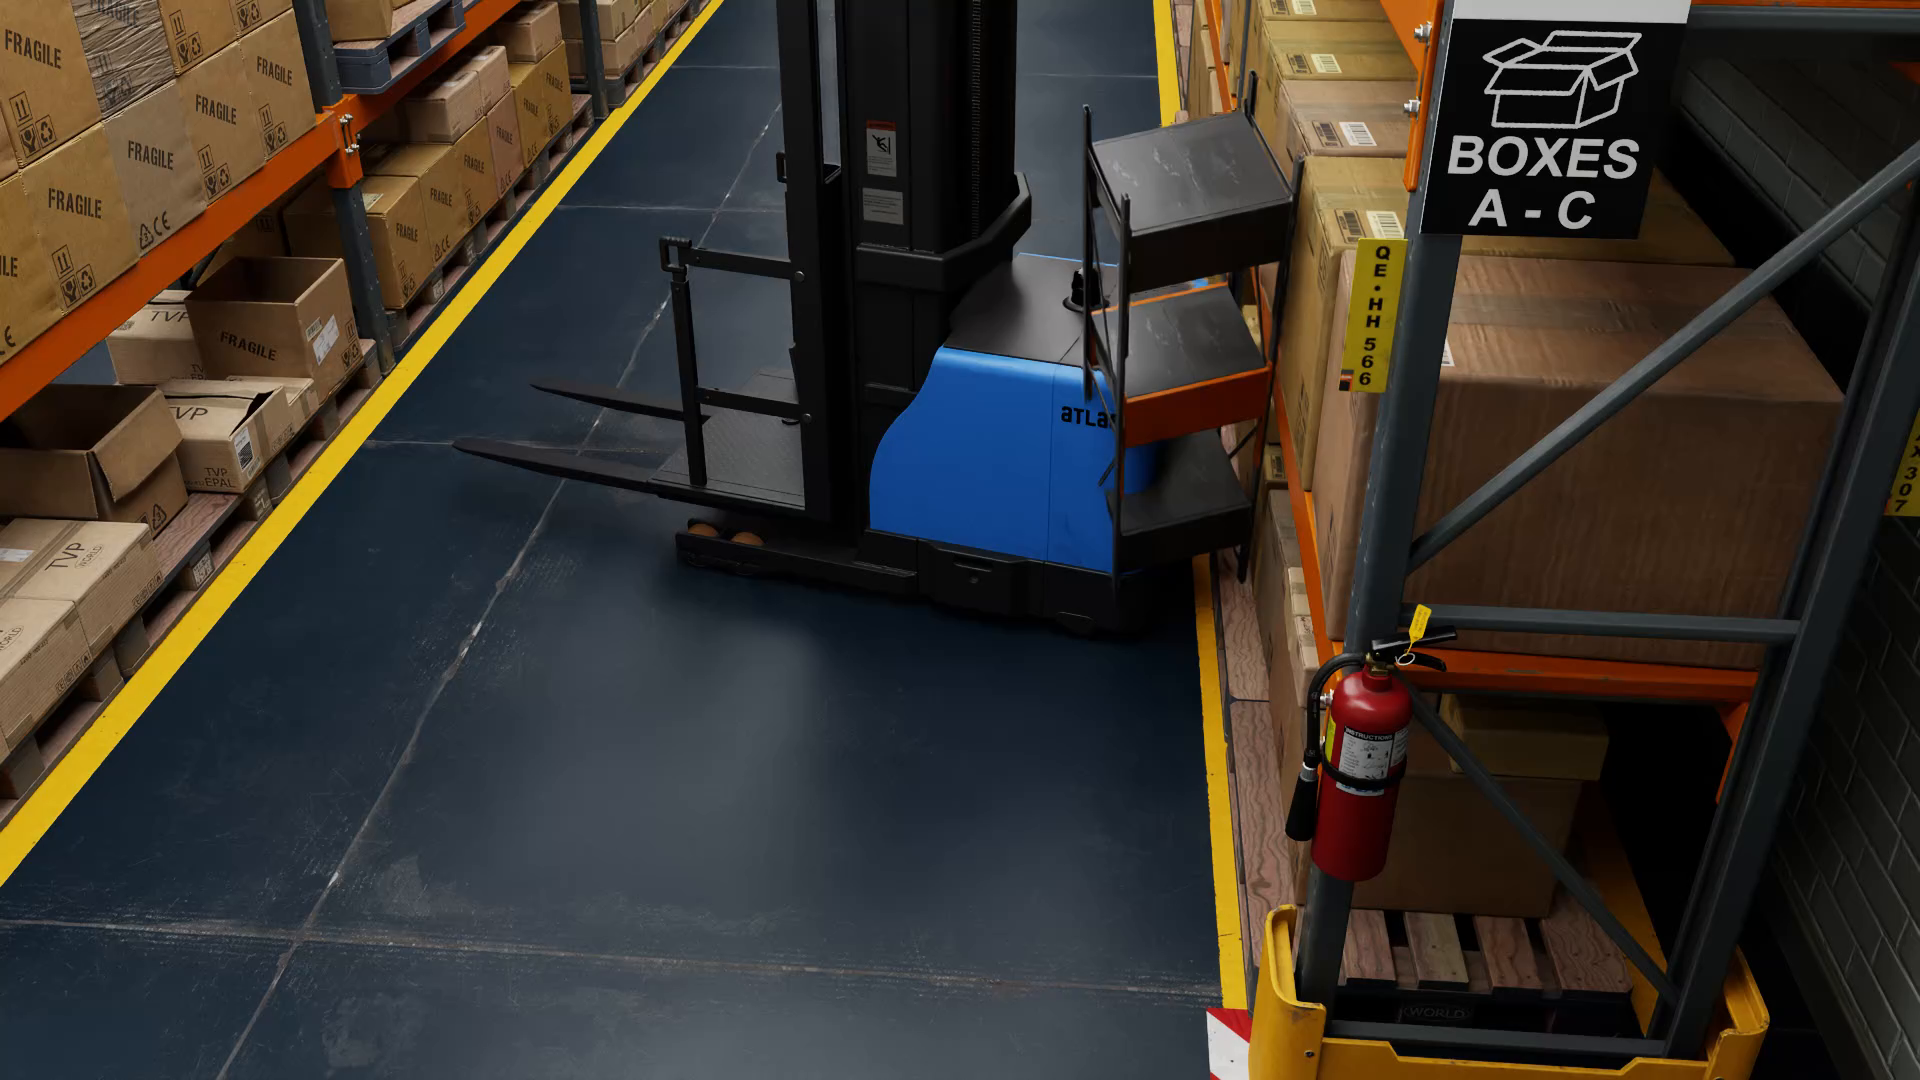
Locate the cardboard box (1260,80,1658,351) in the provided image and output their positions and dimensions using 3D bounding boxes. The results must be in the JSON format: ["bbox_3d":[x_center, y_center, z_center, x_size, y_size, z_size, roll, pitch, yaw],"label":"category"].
[{"bbox_3d":[1.505,-0.988,5.208,0.980,0.700,0.700,1,32,2],"label":"cardboard box"}]

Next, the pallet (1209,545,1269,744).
[{"bbox_3d":[1.443,0.315,6.037,1.003,0.211,1.213,2,32,4],"label":"pallet"}]

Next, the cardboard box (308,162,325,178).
[{"bbox_3d":[-3.454,-1.767,8.721,0.500,0.500,0.500,3,32,4],"label":"cardboard box"}]

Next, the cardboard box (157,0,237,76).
[{"bbox_3d":[-3.080,-2.040,6.153,0.500,0.500,0.500,2,32,3],"label":"cardboard box"}]

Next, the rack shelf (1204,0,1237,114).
[{"bbox_3d":[1.843,-2.645,8.869,1.077,0.370,4.000,2,32,4],"label":"rack shelf"}]

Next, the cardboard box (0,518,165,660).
[{"bbox_3d":[-3.175,0.165,5.825,0.500,0.250,0.500,2,32,4],"label":"cardboard box"}]

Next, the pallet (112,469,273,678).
[{"bbox_3d":[-3.411,0.071,6.434,1.003,0.211,1.213,2,32,4],"label":"pallet"}]

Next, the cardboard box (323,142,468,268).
[{"bbox_3d":[-2.943,-1.760,8.711,0.500,0.500,0.500,3,32,5],"label":"cardboard box"}]

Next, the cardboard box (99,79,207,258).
[{"bbox_3d":[-3.123,-1.347,5.982,0.500,0.500,0.500,3,32,5],"label":"cardboard box"}]

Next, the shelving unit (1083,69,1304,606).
[{"bbox_3d":[0.698,-0.506,5.412,0.503,2.100,0.431,-13,54,-5],"label":"shelving unit"}]

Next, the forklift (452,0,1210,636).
[{"bbox_3d":[-0.594,-1.357,6.159,3.031,2.935,1.130,10,33,16],"label":"forklift"}]

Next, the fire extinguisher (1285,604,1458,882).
[{"bbox_3d":[0.882,0.437,3.611,0.296,0.674,0.183,2,32,4],"label":"fire extinguisher"}]

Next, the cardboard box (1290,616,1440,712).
[{"bbox_3d":[1.140,0.350,4.687,0.380,0.149,0.250,2,32,3],"label":"cardboard box"}]

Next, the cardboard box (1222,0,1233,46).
[{"bbox_3d":[1.498,-2.603,7.716,0.500,0.500,0.500,3,32,4],"label":"cardboard box"}]

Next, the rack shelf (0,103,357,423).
[{"bbox_3d":[-3.420,-0.763,5.815,1.077,0.370,4.000,2,32,4],"label":"rack shelf"}]

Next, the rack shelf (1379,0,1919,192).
[{"bbox_3d":[1.517,-1.831,4.688,1.077,0.370,4.000,2,32,4],"label":"rack shelf"}]

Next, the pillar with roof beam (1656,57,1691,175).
[{"bbox_3d":[-1.806,-4.240,5.054,9.100,9.000,0.400,2,32,4],"label":"pillar with roof beam"}]

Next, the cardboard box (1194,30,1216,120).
[{"bbox_3d":[1.737,-2.424,9.473,0.750,0.750,0.750,2,32,4],"label":"cardboard box"}]

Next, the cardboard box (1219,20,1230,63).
[{"bbox_3d":[1.451,-2.403,8.011,0.380,0.149,0.250,2,32,4],"label":"cardboard box"}]

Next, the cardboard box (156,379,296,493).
[{"bbox_3d":[-3.082,-0.456,6.774,0.500,0.311,0.500,2,32,4],"label":"cardboard box"}]

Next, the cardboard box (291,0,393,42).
[{"bbox_3d":[-2.996,-2.575,7.573,0.700,0.500,0.500,-8,33,-13],"label":"cardboard box"}]

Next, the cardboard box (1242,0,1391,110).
[{"bbox_3d":[1.620,-1.750,6.445,0.980,0.700,0.700,3,32,5],"label":"cardboard box"}]

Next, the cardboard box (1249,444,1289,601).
[{"bbox_3d":[1.429,-0.103,6.040,0.700,0.500,0.500,3,32,5],"label":"cardboard box"}]

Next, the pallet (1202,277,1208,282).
[{"bbox_3d":[1.668,-1.125,8.375,1.003,0.211,1.213,2,32,4],"label":"pallet"}]

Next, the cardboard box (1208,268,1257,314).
[{"bbox_3d":[1.603,-1.515,7.997,0.750,0.750,0.750,3,32,5],"label":"cardboard box"}]

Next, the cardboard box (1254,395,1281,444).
[{"bbox_3d":[1.265,-0.465,6.010,0.380,0.149,0.250,2,32,3],"label":"cardboard box"}]

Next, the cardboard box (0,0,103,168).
[{"bbox_3d":[-3.163,-1.513,5.298,0.500,0.500,0.500,2,32,4],"label":"cardboard box"}]

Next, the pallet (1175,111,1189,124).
[{"bbox_3d":[1.866,-2.401,10.445,1.003,0.211,1.213,2,32,4],"label":"pallet"}]

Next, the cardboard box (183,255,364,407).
[{"bbox_3d":[-3.021,-0.928,7.361,0.500,0.500,0.500,2,32,4],"label":"cardboard box"}]

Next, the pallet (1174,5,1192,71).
[{"bbox_3d":[2.173,-3.855,12.804,1.003,0.211,1.213,2,32,4],"label":"pallet"}]

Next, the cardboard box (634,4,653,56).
[{"bbox_3d":[-2.557,-3.739,12.179,0.500,0.250,0.500,2,32,3],"label":"cardboard box"}]

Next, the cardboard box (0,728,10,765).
[{"bbox_3d":[-3.186,0.660,5.101,0.380,0.166,0.250,2,32,4],"label":"cardboard box"}]

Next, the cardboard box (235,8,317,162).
[{"bbox_3d":[-3.043,-1.885,6.855,0.500,0.500,0.500,3,32,5],"label":"cardboard box"}]

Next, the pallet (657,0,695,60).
[{"bbox_3d":[-2.724,-4.085,13.177,1.003,0.211,1.213,2,32,4],"label":"pallet"}]

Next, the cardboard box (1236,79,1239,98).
[{"bbox_3d":[1.425,-1.996,7.350,0.380,0.149,0.250,3,32,4],"label":"cardboard box"}]

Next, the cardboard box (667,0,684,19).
[{"bbox_3d":[-2.478,-4.279,13.056,0.500,0.250,0.500,3,32,5],"label":"cardboard box"}]

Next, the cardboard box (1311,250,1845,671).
[{"bbox_3d":[1.386,-0.209,3.944,0.980,0.700,0.700,4,32,6],"label":"cardboard box"}]

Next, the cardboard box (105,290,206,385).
[{"bbox_3d":[-3.507,-0.948,7.572,0.500,0.311,0.500,2,32,4],"label":"cardboard box"}]

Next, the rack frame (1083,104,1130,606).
[{"bbox_3d":[0.462,-0.450,5.389,0.015,2.100,0.400,-13,54,-5],"label":"rack frame"}]

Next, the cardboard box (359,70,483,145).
[{"bbox_3d":[-2.894,-2.323,8.909,0.500,0.250,0.500,3,32,4],"label":"cardboard box"}]

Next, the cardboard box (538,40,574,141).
[{"bbox_3d":[-2.774,-2.831,10.448,0.500,0.500,0.500,4,32,6],"label":"cardboard box"}]

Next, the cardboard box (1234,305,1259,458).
[{"bbox_3d":[1.517,-0.634,6.901,0.700,0.500,0.500,3,32,5],"label":"cardboard box"}]

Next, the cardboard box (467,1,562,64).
[{"bbox_3d":[-2.775,-3.121,10.203,0.500,0.250,0.500,4,32,6],"label":"cardboard box"}]

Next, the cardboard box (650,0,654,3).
[{"bbox_3d":[-2.518,-4.257,12.484,0.500,0.311,0.500,2,32,3],"label":"cardboard box"}]

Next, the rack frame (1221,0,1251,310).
[{"bbox_3d":[1.680,-1.906,6.983,1.000,3.000,0.127,2,32,4],"label":"rack frame"}]

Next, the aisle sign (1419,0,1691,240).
[{"bbox_3d":[1.049,-0.896,2.867,0.394,0.787,0.004,2,32,4],"label":"aisle sign"}]

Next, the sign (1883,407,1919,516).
[{"bbox_3d":[1.907,-0.189,3.298,0.100,0.325,0.005,2,32,4],"label":"sign"}]

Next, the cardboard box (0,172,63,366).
[{"bbox_3d":[-3.204,-0.819,5.125,0.500,0.500,0.500,2,32,4],"label":"cardboard box"}]

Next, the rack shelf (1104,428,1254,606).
[{"bbox_3d":[0.741,-0.090,5.990,0.480,0.518,0.431,-13,54,-5],"label":"rack shelf"}]

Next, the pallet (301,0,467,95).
[{"bbox_3d":[-3.084,-2.447,8.044,1.003,0.211,1.213,2,32,4],"label":"pallet"}]

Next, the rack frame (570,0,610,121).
[{"bbox_3d":[-2.932,-4.207,10.717,1.000,3.000,0.127,2,32,4],"label":"rack frame"}]

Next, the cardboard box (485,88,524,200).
[{"bbox_3d":[-2.853,-2.286,9.563,0.500,0.500,0.500,1,32,2],"label":"cardboard box"}]

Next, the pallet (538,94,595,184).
[{"bbox_3d":[-3.030,-2.631,10.818,1.003,0.211,1.213,2,32,4],"label":"pallet"}]

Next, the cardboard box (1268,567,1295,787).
[{"bbox_3d":[1.352,0.439,5.160,0.700,0.500,0.500,2,32,4],"label":"cardboard box"}]

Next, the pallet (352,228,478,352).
[{"bbox_3d":[-3.229,-1.355,8.748,1.003,0.211,1.213,2,32,4],"label":"pallet"}]

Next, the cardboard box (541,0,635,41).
[{"bbox_3d":[-2.597,-3.715,11.605,0.500,0.311,0.500,3,32,6],"label":"cardboard box"}]
